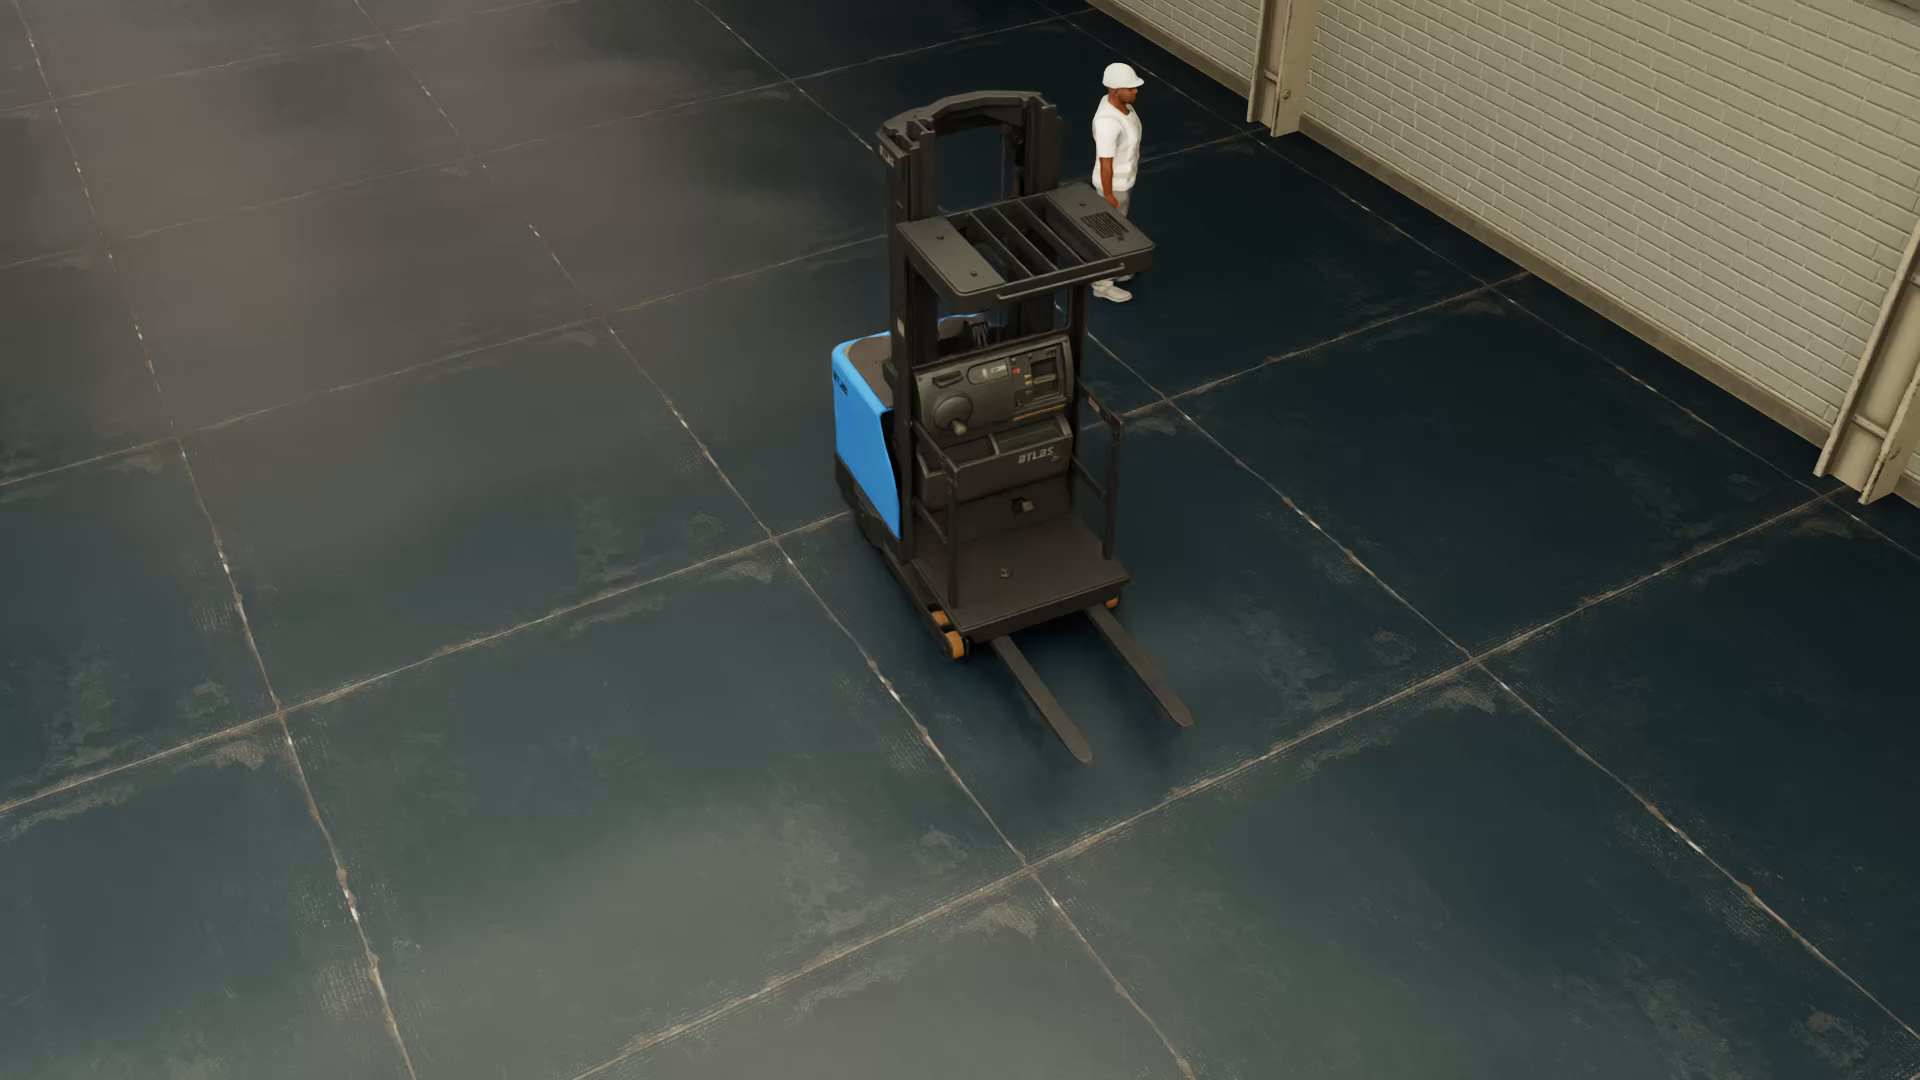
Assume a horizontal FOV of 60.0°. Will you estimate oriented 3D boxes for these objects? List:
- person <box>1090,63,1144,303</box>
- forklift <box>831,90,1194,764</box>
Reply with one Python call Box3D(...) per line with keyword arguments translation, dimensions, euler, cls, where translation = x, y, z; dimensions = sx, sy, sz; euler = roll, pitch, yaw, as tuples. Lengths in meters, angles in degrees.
Box3D(translation=(1.143, -2.617, 12.103), dimensions=(0.375, 1.771, 0.585), euler=(7, 40, 8), cls="person")
Box3D(translation=(0.290, -0.766, 8.960), dimensions=(1.130, 2.935, 3.031), euler=(-17, 43, -19), cls="forklift")
